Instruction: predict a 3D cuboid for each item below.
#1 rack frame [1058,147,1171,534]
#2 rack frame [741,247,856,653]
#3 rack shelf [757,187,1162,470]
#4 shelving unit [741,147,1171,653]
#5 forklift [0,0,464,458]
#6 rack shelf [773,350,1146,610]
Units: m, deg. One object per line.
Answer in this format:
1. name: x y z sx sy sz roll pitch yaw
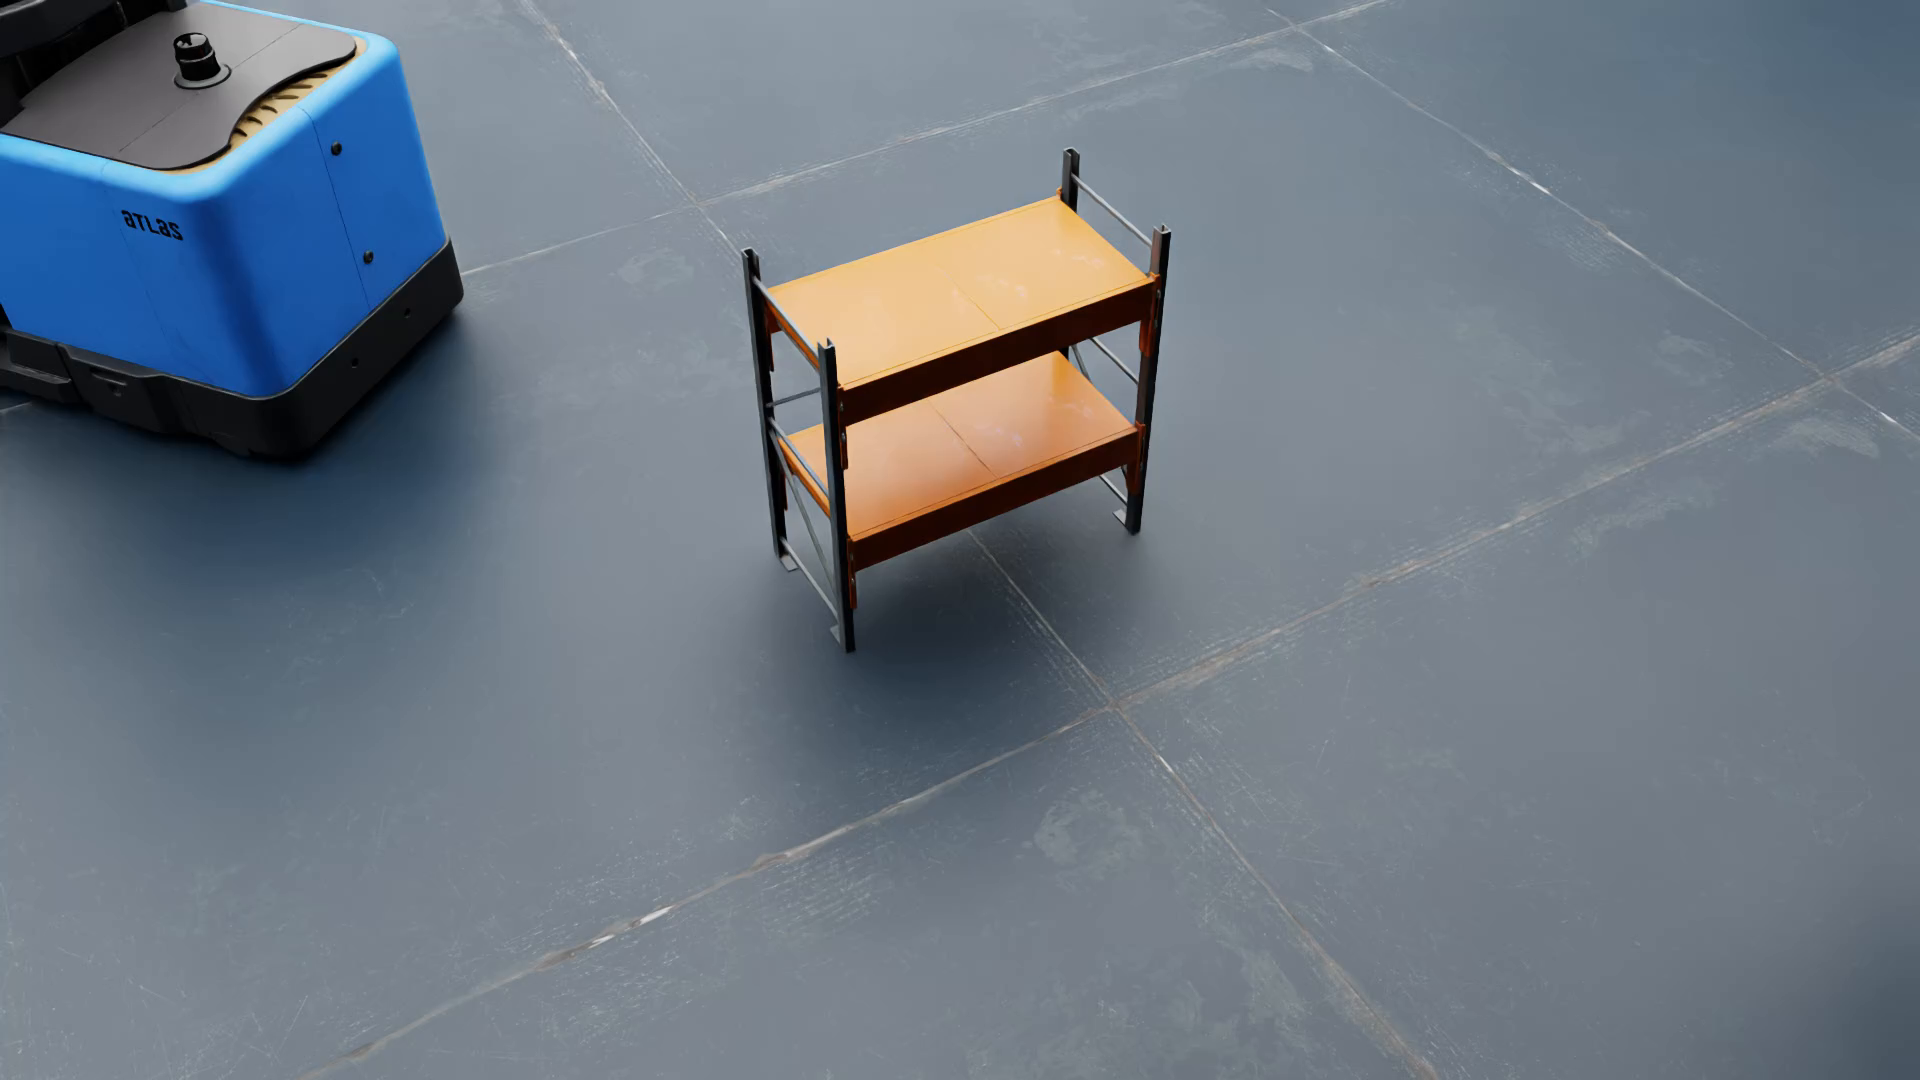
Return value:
1. rack frame: 0.435 -0.578 5.038 0.032 1.125 0.500 -22 48 -21
2. rack frame: -0.447 -0.225 4.674 0.032 1.125 0.500 -22 48 -21
3. rack shelf: -0.006 -0.611 4.652 1.000 0.278 0.538 -22 48 -21
4. shelving unit: -0.006 -0.401 4.856 1.048 1.125 0.538 -22 48 -21
5. forklift: -3.380 -1.975 5.181 3.031 2.935 1.130 15 46 15
6. rack shelf: -0.006 -0.226 5.026 1.000 0.278 0.538 -22 48 -21
